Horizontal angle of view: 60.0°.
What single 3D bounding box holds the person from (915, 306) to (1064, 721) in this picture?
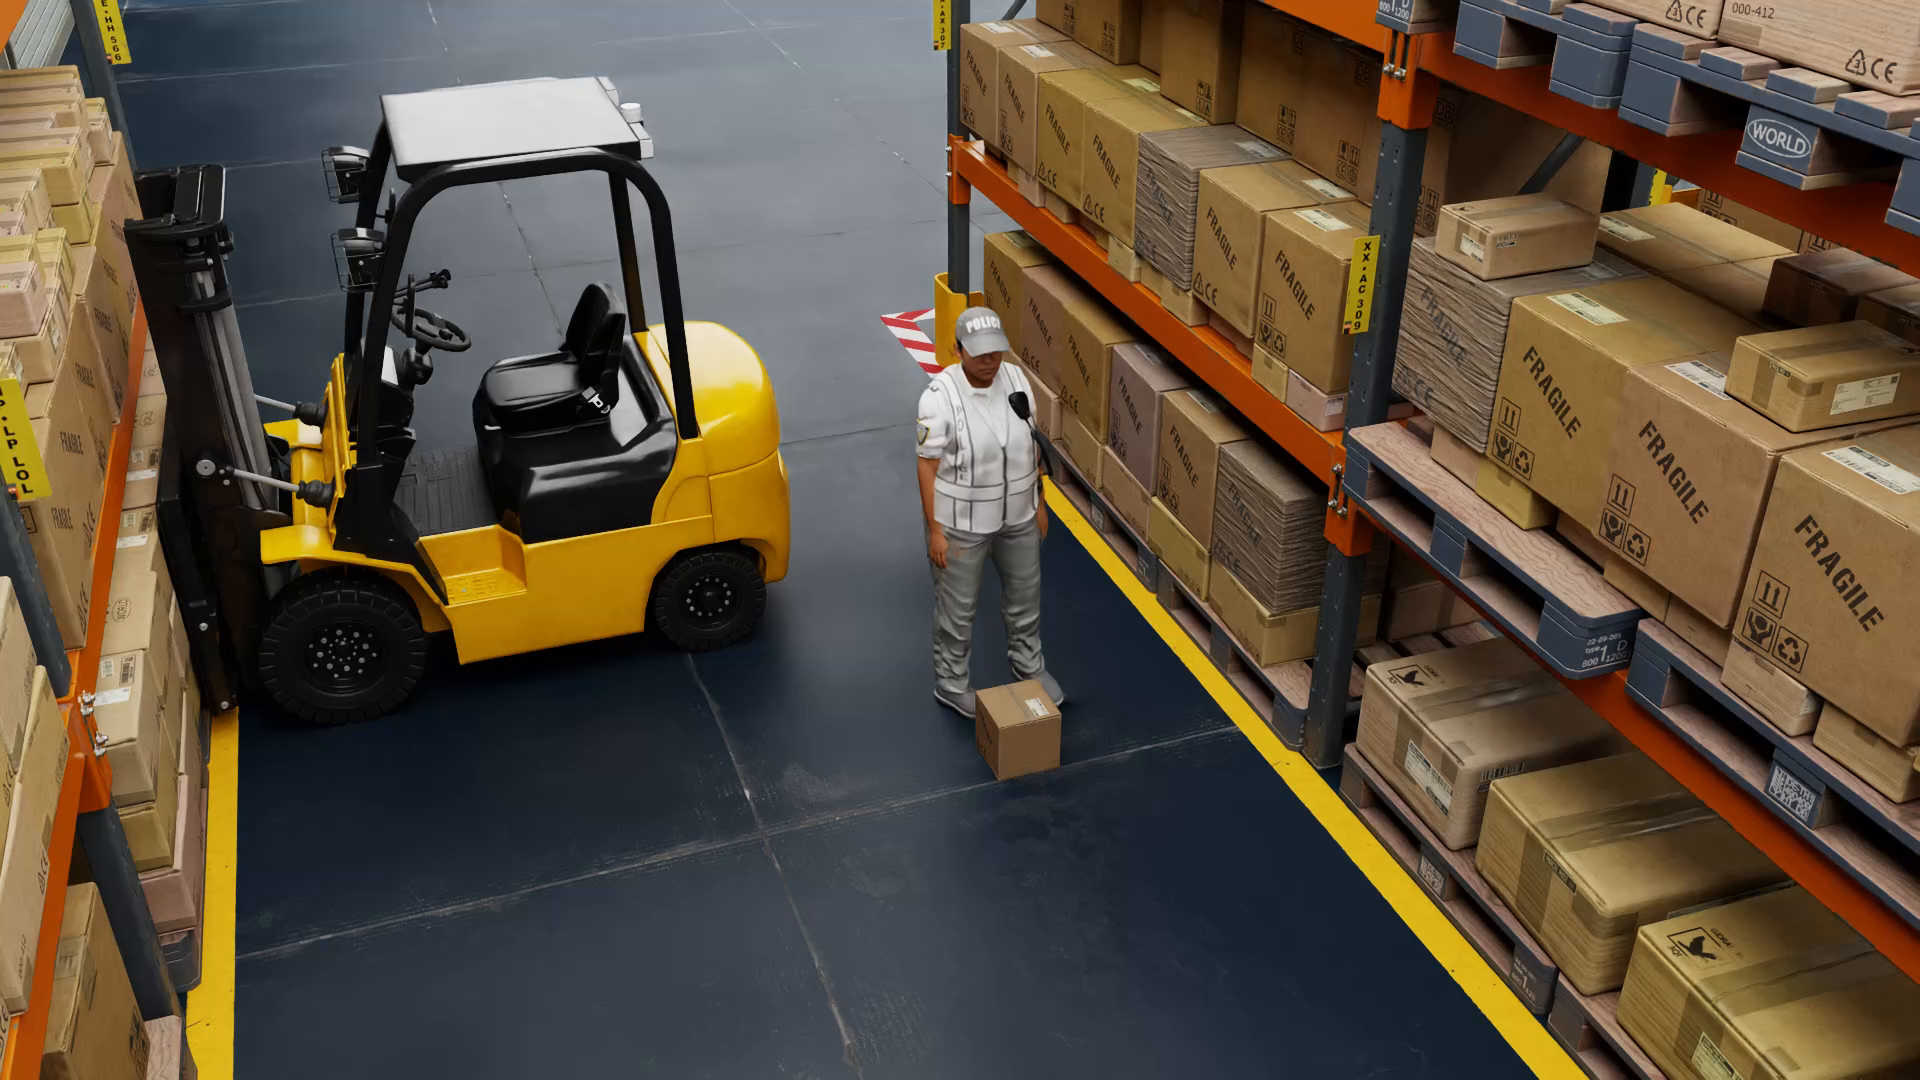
[{"bbox_3d":[0.112,-0.089,6.256,0.550,1.674,0.392,-15,33,-25],"label":"person"}]
